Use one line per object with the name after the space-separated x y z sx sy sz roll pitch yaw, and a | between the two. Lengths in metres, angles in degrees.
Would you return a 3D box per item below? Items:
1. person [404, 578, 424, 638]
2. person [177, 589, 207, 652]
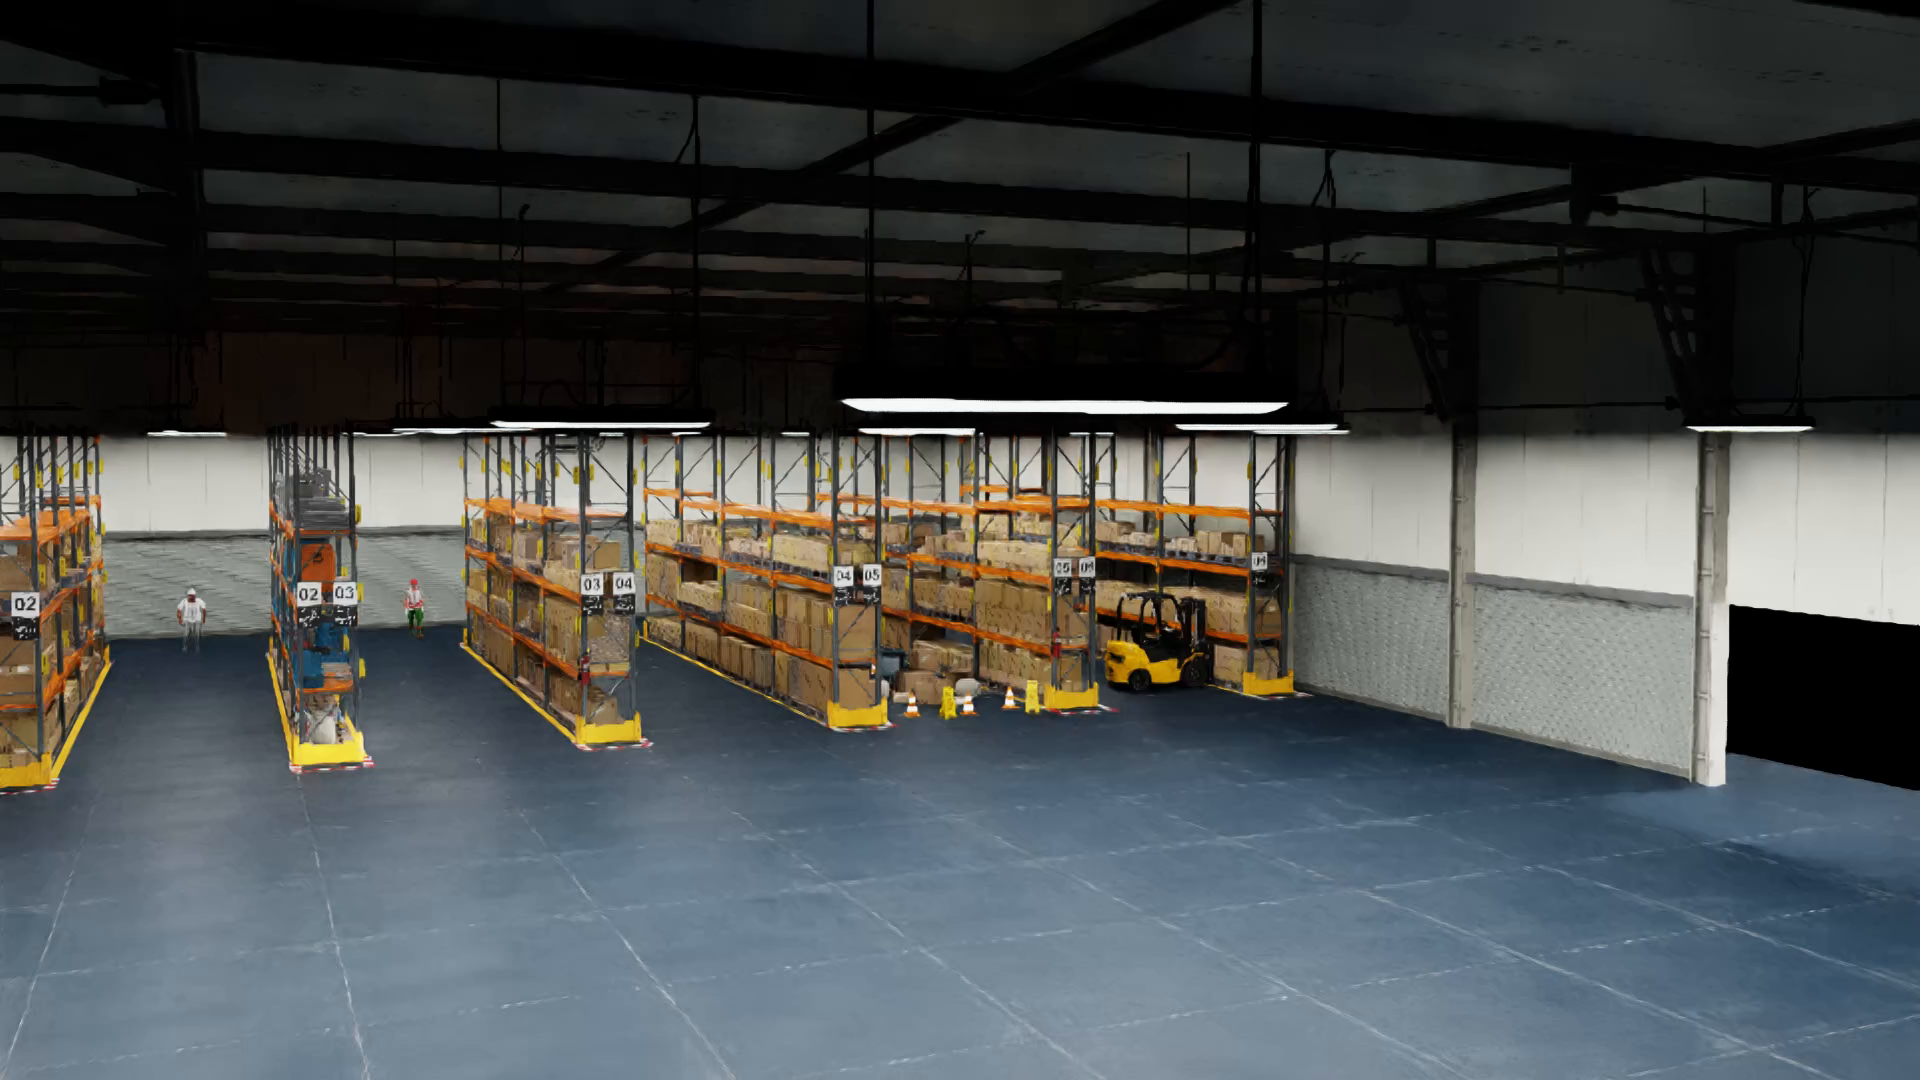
-15.663 1.941 47.706 0.553 1.709 1.123 -1 4 -22 | person
-20.558 2.156 44.509 0.719 1.714 0.578 -2 4 -26 | person
